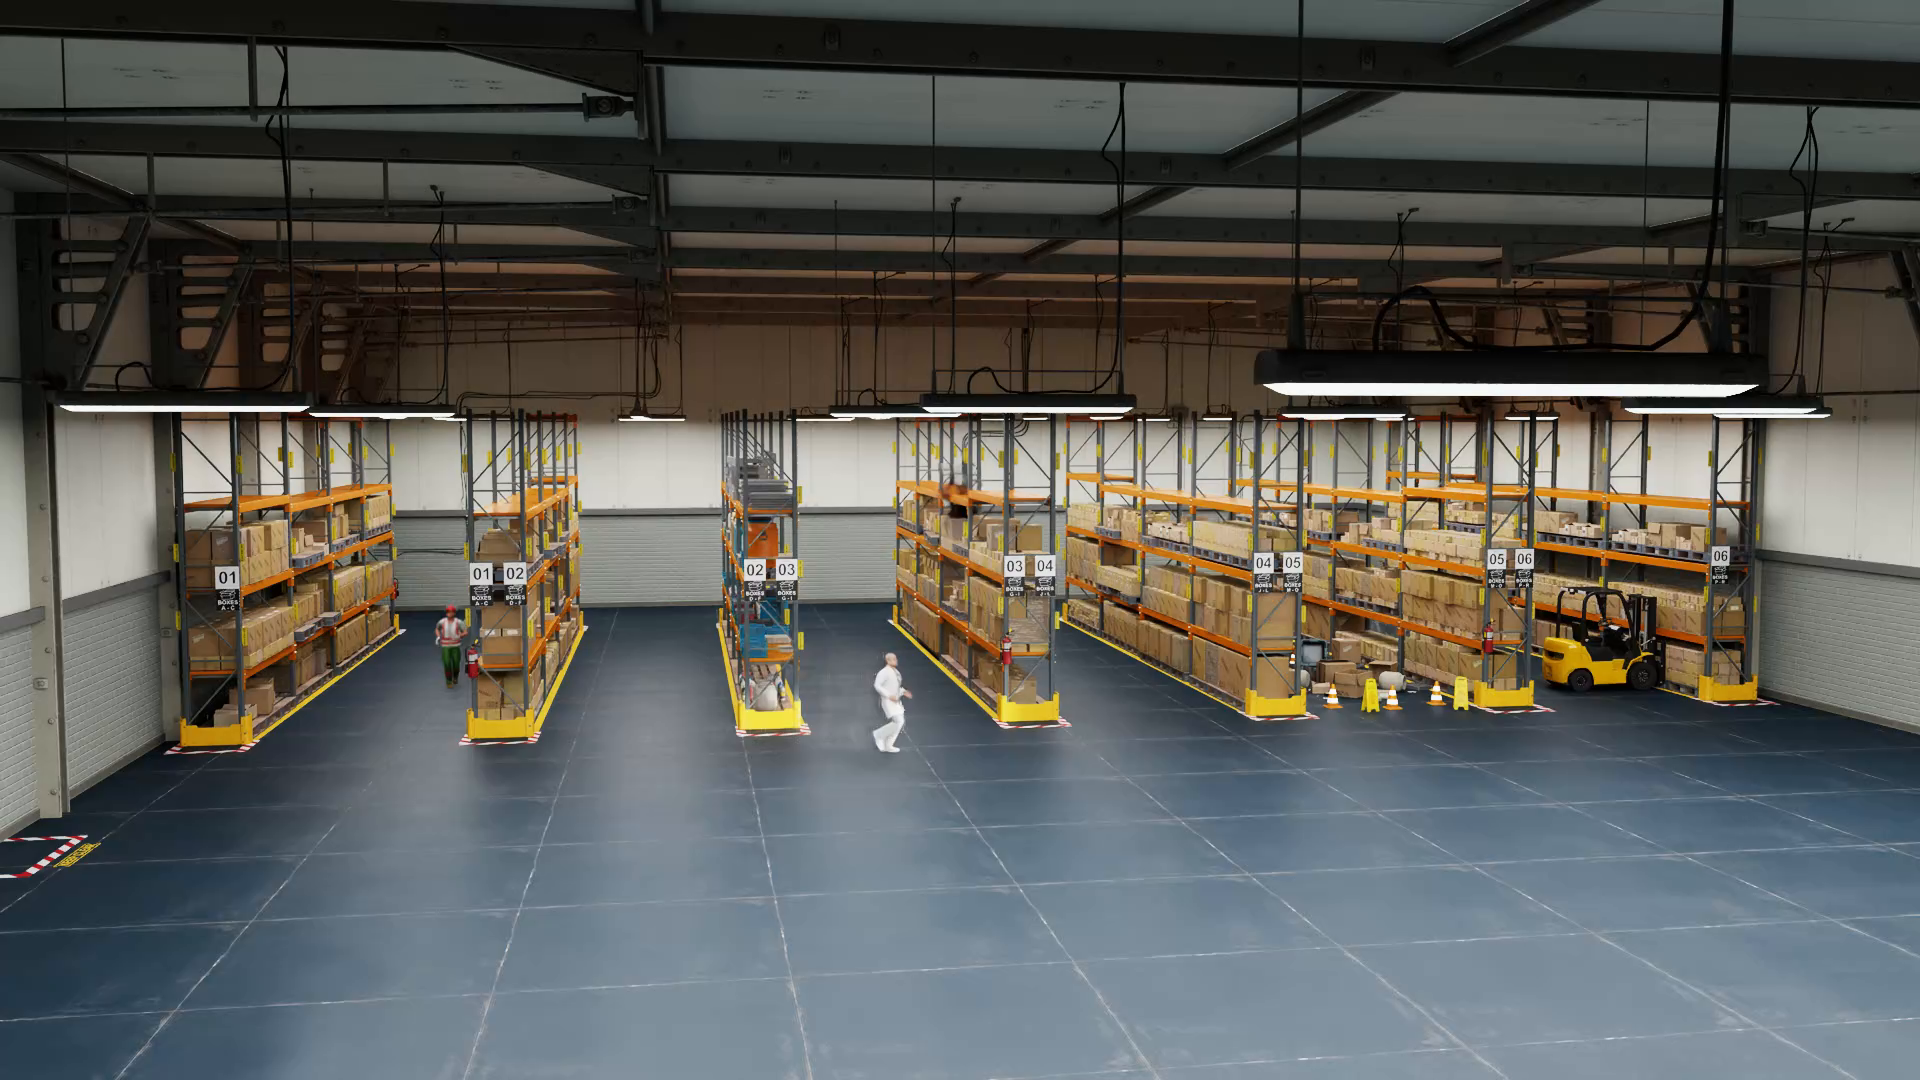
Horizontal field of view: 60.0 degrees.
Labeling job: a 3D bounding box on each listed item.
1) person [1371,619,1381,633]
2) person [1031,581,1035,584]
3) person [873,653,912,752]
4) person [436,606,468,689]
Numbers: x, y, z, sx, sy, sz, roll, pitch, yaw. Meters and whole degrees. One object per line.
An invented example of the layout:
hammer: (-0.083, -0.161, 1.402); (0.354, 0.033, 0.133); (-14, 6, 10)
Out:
person: (10.957, 1.772, 44.611); (0.623, 1.732, 0.883); (-1, 4, -8)
person: (2.142, 1.622, 47.114); (0.580, 1.713, 0.778); (-1, 4, -9)
person: (-1.183, 2.833, 28.932); (0.630, 1.731, 0.687); (1, 4, 19)
person: (-11.013, 2.304, 36.017); (0.673, 1.777, 0.872); (-1, 4, -13)
